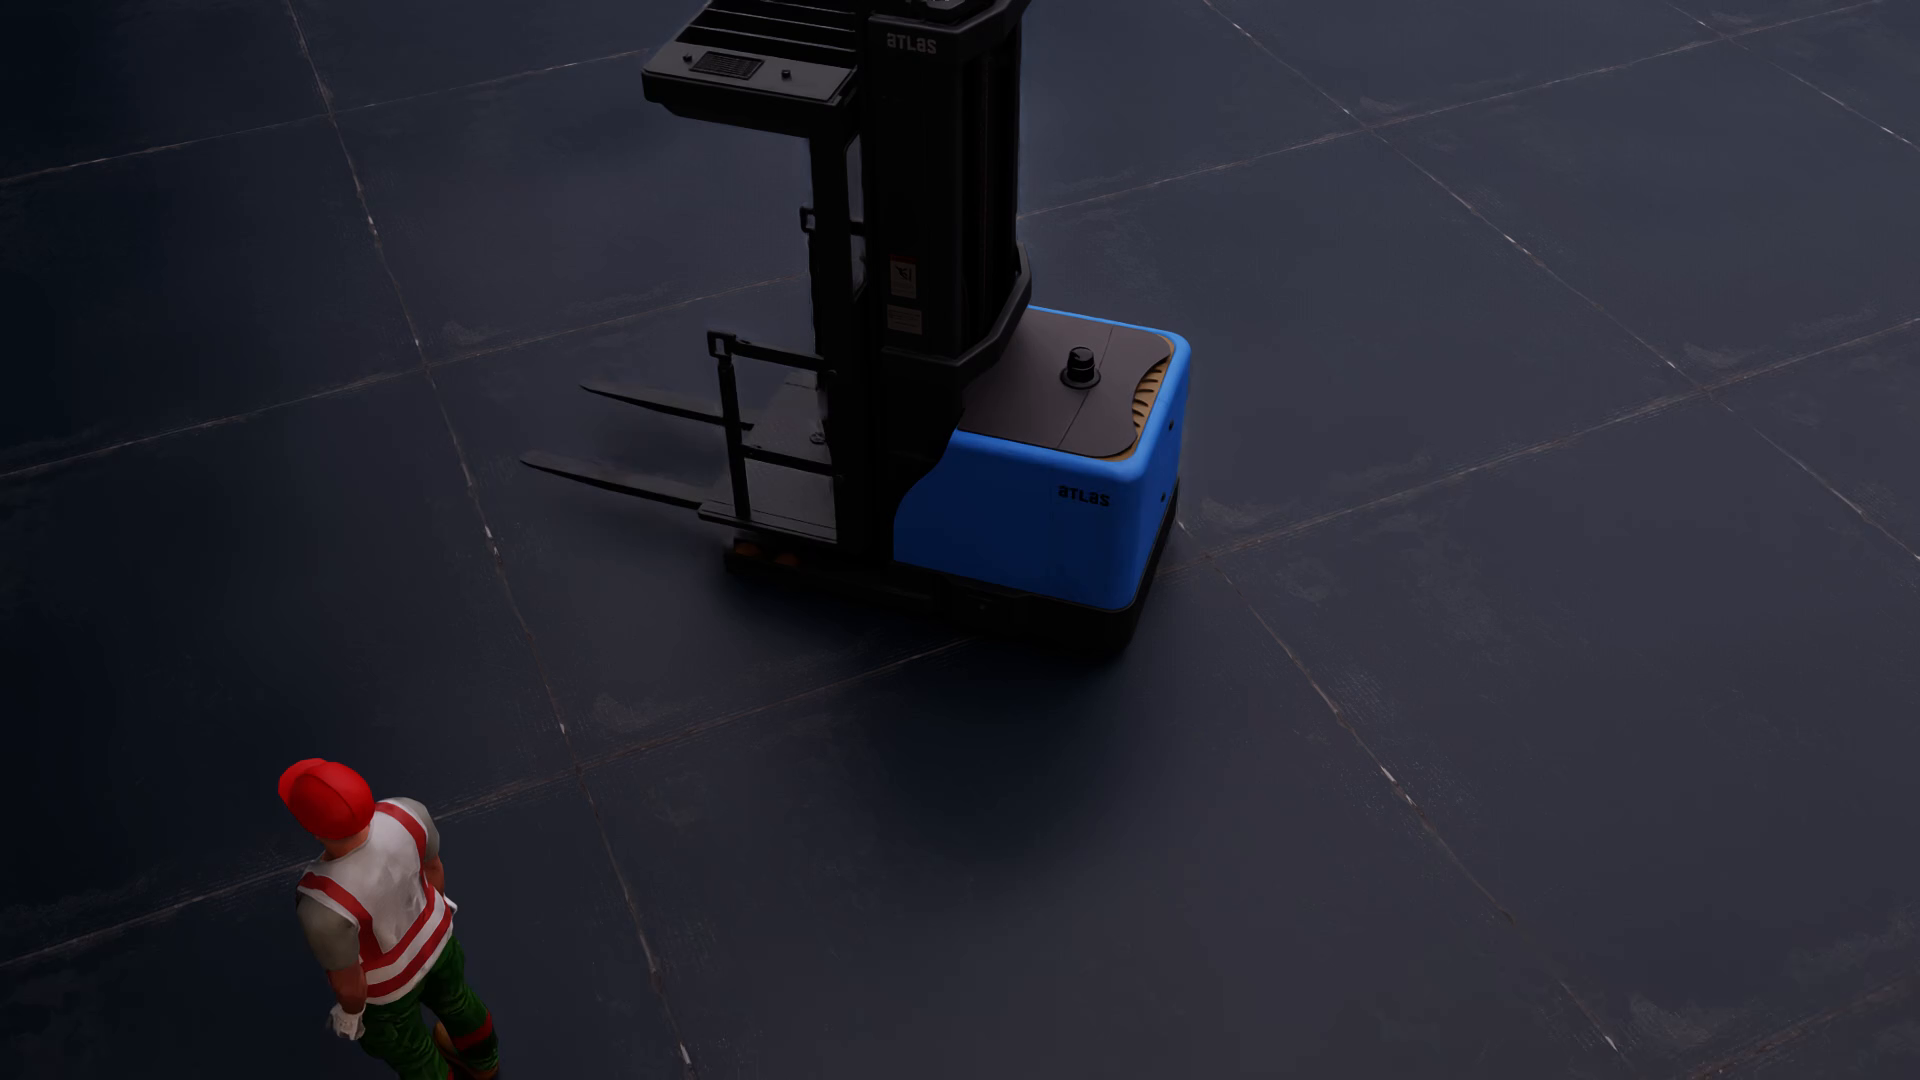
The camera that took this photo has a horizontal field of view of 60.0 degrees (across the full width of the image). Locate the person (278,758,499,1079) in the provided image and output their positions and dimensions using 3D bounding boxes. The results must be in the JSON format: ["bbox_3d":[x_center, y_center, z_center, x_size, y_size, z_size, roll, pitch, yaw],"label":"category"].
[{"bbox_3d":[-1.776,1.280,5.145,0.369,1.795,0.529,16,45,16],"label":"person"}]

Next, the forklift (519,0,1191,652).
[{"bbox_3d":[-0.560,-1.182,6.947,3.031,2.935,1.130,13,45,13],"label":"forklift"}]
